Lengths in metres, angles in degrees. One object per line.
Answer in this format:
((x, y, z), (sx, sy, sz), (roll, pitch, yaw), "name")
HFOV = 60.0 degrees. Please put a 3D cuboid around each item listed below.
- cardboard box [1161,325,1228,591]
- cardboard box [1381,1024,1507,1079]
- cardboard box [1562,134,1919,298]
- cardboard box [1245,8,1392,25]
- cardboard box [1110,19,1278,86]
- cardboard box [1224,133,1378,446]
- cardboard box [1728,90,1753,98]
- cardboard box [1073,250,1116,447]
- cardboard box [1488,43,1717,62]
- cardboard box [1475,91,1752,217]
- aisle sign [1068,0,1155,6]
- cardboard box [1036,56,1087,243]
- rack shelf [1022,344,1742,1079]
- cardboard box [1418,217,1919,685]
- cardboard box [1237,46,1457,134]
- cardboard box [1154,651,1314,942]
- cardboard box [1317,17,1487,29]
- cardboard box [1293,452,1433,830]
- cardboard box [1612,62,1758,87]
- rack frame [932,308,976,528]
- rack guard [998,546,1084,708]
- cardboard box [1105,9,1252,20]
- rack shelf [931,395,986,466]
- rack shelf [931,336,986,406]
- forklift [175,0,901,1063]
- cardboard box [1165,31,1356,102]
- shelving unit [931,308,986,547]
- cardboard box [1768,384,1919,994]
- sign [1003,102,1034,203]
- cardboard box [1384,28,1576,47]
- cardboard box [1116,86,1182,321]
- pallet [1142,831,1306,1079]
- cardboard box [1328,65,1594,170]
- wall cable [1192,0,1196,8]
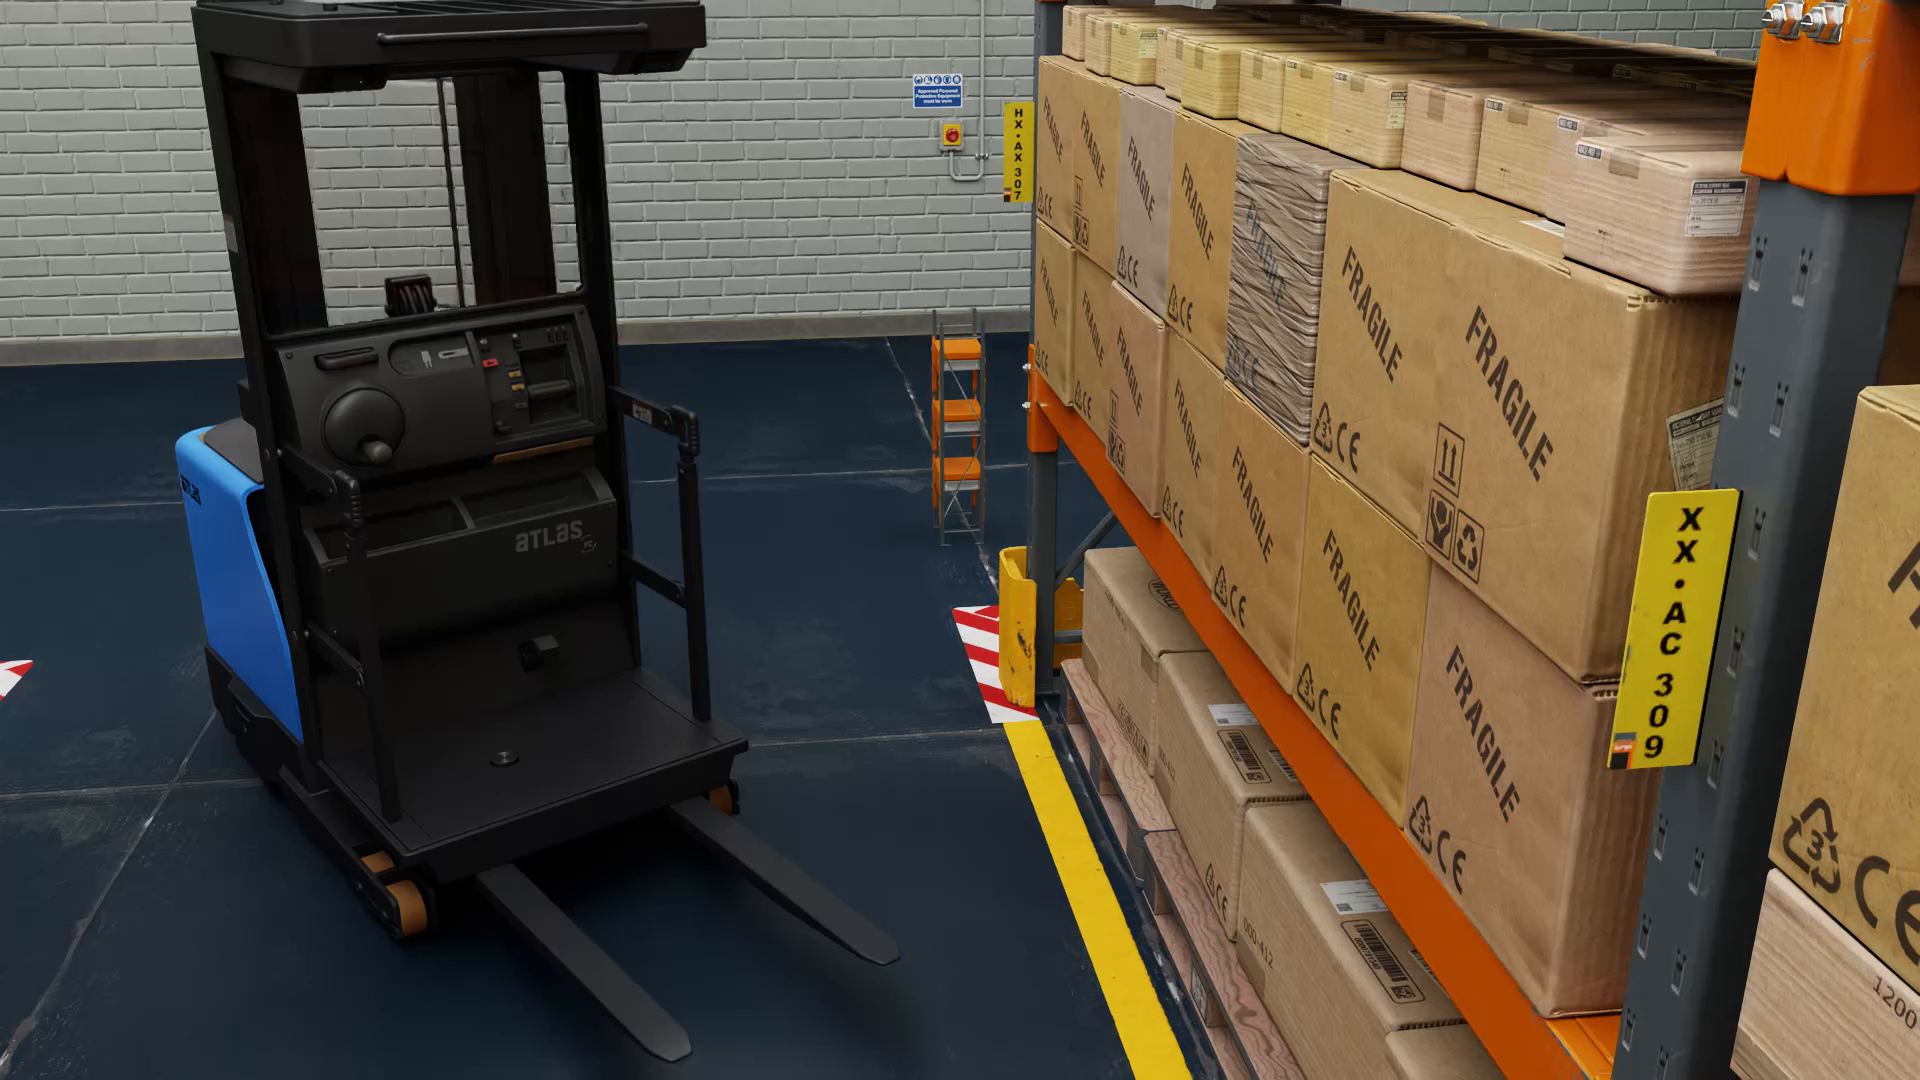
((0.775, -0.212, 3.855), (0.500, 0.500, 0.500), (-2, 21, -6), "cardboard box")
((1.338, 1.296, 3.020), (0.875, 0.438, 0.875), (-3, 21, -9), "cardboard box")
((0.963, -0.394, 1.985), (0.380, 0.149, 0.250), (-3, 21, -9), "cardboard box")
((1.056, -1.488, 4.913), (0.380, 0.149, 0.250), (-3, 21, -7), "cardboard box")
((0.611, -1.279, 4.353), (0.380, 0.149, 0.250), (-4, 21, -10), "cardboard box")
((0.833, -0.501, 3.199), (0.500, 0.500, 0.500), (-3, 21, -7), "cardboard box")
((1.402, -0.600, 2.537), (0.380, 0.149, 0.250), (-3, 21, -8), "cardboard box")
((0.631, -0.562, 4.791), (0.500, 0.500, 0.500), (-3, 21, -9), "cardboard box")
((1.332, -0.954, 3.485), (0.380, 0.149, 0.250), (-3, 21, -8), "cardboard box")
((1.006, -0.578, 2.477), (0.380, 0.149, 0.250), (-3, 21, -8), "cardboard box")
((0.448, -2.098, 5.330), (0.394, 0.787, 0.004), (-3, 21, -8), "aisle sign")
((0.533, -1.204, 5.081), (0.500, 0.500, 0.500), (-3, 21, -9), "cardboard box")
((1.034, 0.160, 4.029), (1.077, 0.370, 4.000), (-3, 21, -8), "rack shelf")
((0.981, -0.149, 2.257), (0.500, 0.500, 0.500), (-3, 21, -8), "cardboard box")
((0.791, -0.924, 3.405), (0.380, 0.149, 0.250), (-3, 21, -8), "cardboard box")
((1.080, 0.674, 4.686), (0.875, 0.438, 0.875), (-2, 21, -6), "cardboard box")
((1.172, -1.313, 4.446), (0.380, 0.149, 0.250), (-2, 21, -7), "cardboard box")
((0.922, 0.143, 2.903), (0.500, 0.500, 0.500), (-3, 21, -9), "cardboard box")
((1.417, -0.783, 3.026), (0.380, 0.149, 0.250), (-4, 21, -9), "cardboard box")
((-0.025, -0.553, 7.695), (0.200, 1.050, 0.008), (-3, 21, -8), "rack frame")
((0.742, 0.293, 6.217), (1.175, 0.500, 0.348), (-3, 21, -8), "rack guard")
((0.631, -1.465, 4.851), (0.380, 0.149, 0.250), (-2, 21, -6), "cardboard box")
((-0.008, -0.500, 7.586), (0.215, 0.259, 0.240), (-3, 21, -8), "rack shelf")
((-0.008, -0.766, 7.486), (0.215, 0.259, 0.240), (-3, 21, -8), "rack shelf")
((-1.357, -0.442, 4.710), (1.130, 2.935, 3.031), (-16, 26, -36), "forklift")
((0.695, -1.102, 3.880), (0.380, 0.149, 0.250), (-3, 21, -7), "cardboard box")
((-0.008, -0.510, 7.582), (0.215, 1.050, 0.252), (-3, 21, -8), "shelving unit")
((1.101, 0.167, 1.410), (0.500, 0.500, 0.500), (-3, 21, -7), "cardboard box")
((0.195, -1.286, 5.522), (0.100, 0.325, 0.005), (-3, 21, -8), "sign")
((1.233, -1.135, 3.970), (0.380, 0.149, 0.250), (-2, 21, -6), "cardboard box")
((0.696, -0.848, 4.127), (0.500, 0.500, 0.500), (-3, 21, -8), "cardboard box")
((1.111, 1.131, 4.386), (1.003, 0.211, 1.213), (-3, 21, -8), "pallet")
((0.880, -0.749, 2.936), (0.380, 0.149, 0.250), (-3, 21, -8), "cardboard box")
((1.311, -3.372, 11.005), (0.588, 1.984, 0.122), (-3, 21, -8), "wall cable")
